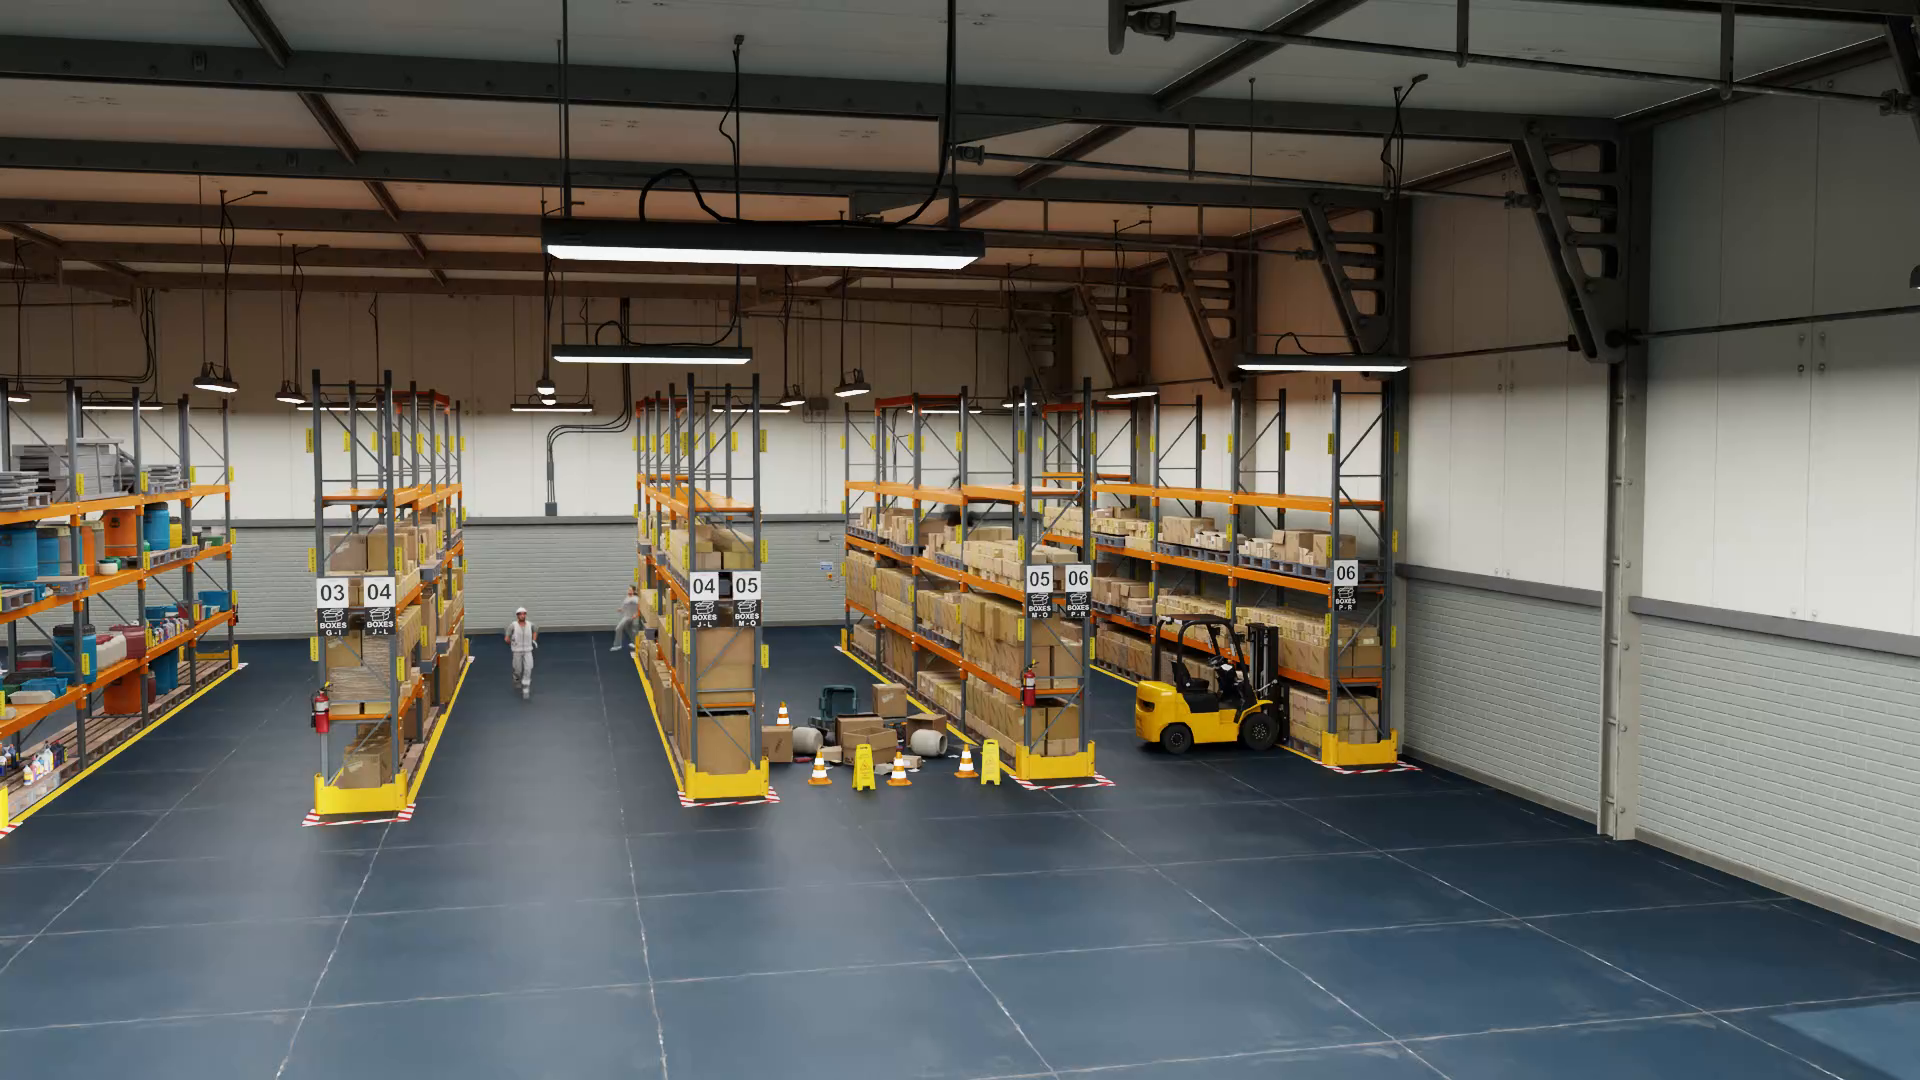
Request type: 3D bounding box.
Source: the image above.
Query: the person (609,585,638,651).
[{"bbox_3d":[-8.116,1.880,40.326,0.787,1.623,0.717,-1,3,-12],"label":"person"}]

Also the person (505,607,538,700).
[{"bbox_3d":[-8.631,2.215,32.786,0.656,1.778,0.940,-1,4,-24],"label":"person"}]
